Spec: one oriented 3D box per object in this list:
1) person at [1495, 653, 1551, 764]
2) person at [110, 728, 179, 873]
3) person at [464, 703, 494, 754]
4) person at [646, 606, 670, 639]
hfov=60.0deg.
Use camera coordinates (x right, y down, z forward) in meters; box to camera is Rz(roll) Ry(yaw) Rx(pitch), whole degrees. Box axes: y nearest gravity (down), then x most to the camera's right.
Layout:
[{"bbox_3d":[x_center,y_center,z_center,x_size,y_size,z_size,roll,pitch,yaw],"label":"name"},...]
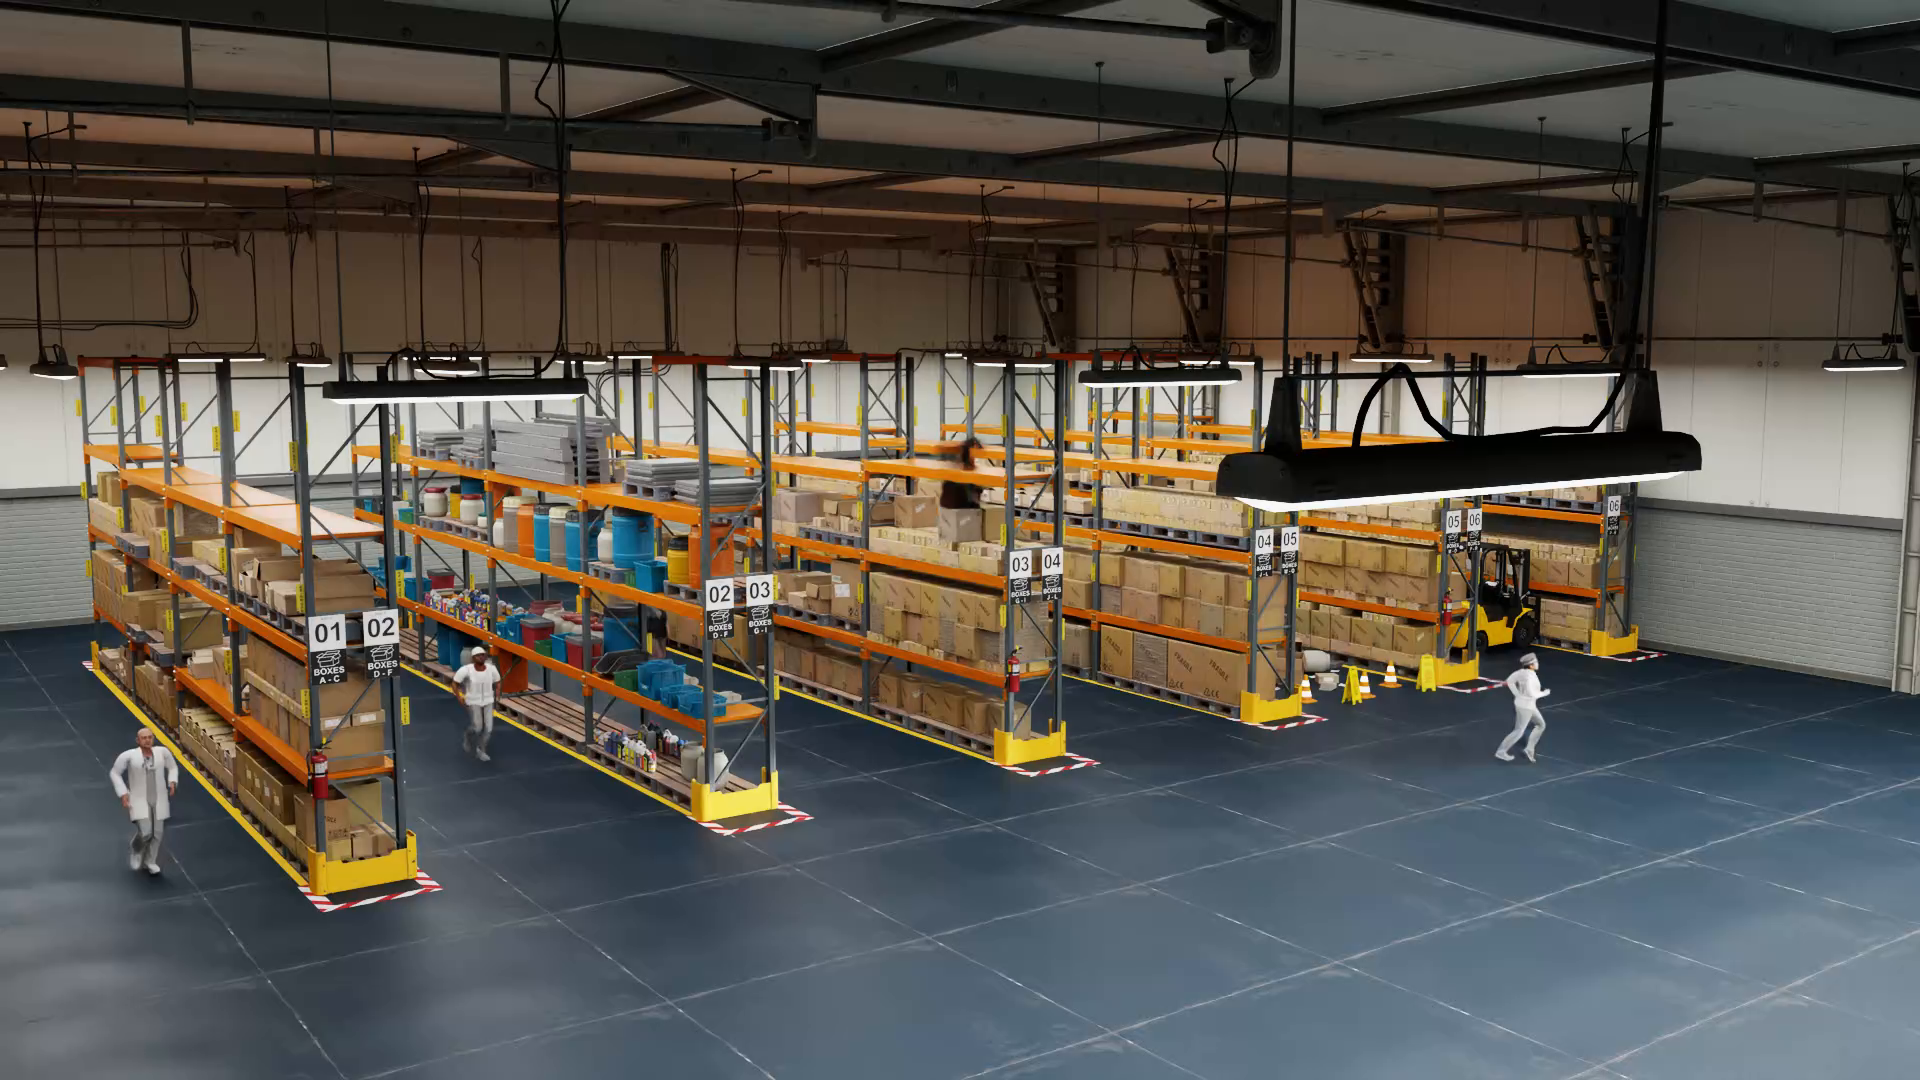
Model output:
[{"bbox_3d":[8.373,2.513,24.719,0.752,1.714,0.594,1,7,10],"label":"person"},{"bbox_3d":[-9.592,3.086,19.687,0.722,1.746,0.628,-7,10,-44],"label":"person"},{"bbox_3d":[-7.217,2.806,25.017,0.386,0.883,0.506,-5,9,-35],"label":"person"},{"bbox_3d":[-5.543,1.401,30.378,0.587,0.866,0.644,7,10,44],"label":"person"}]
